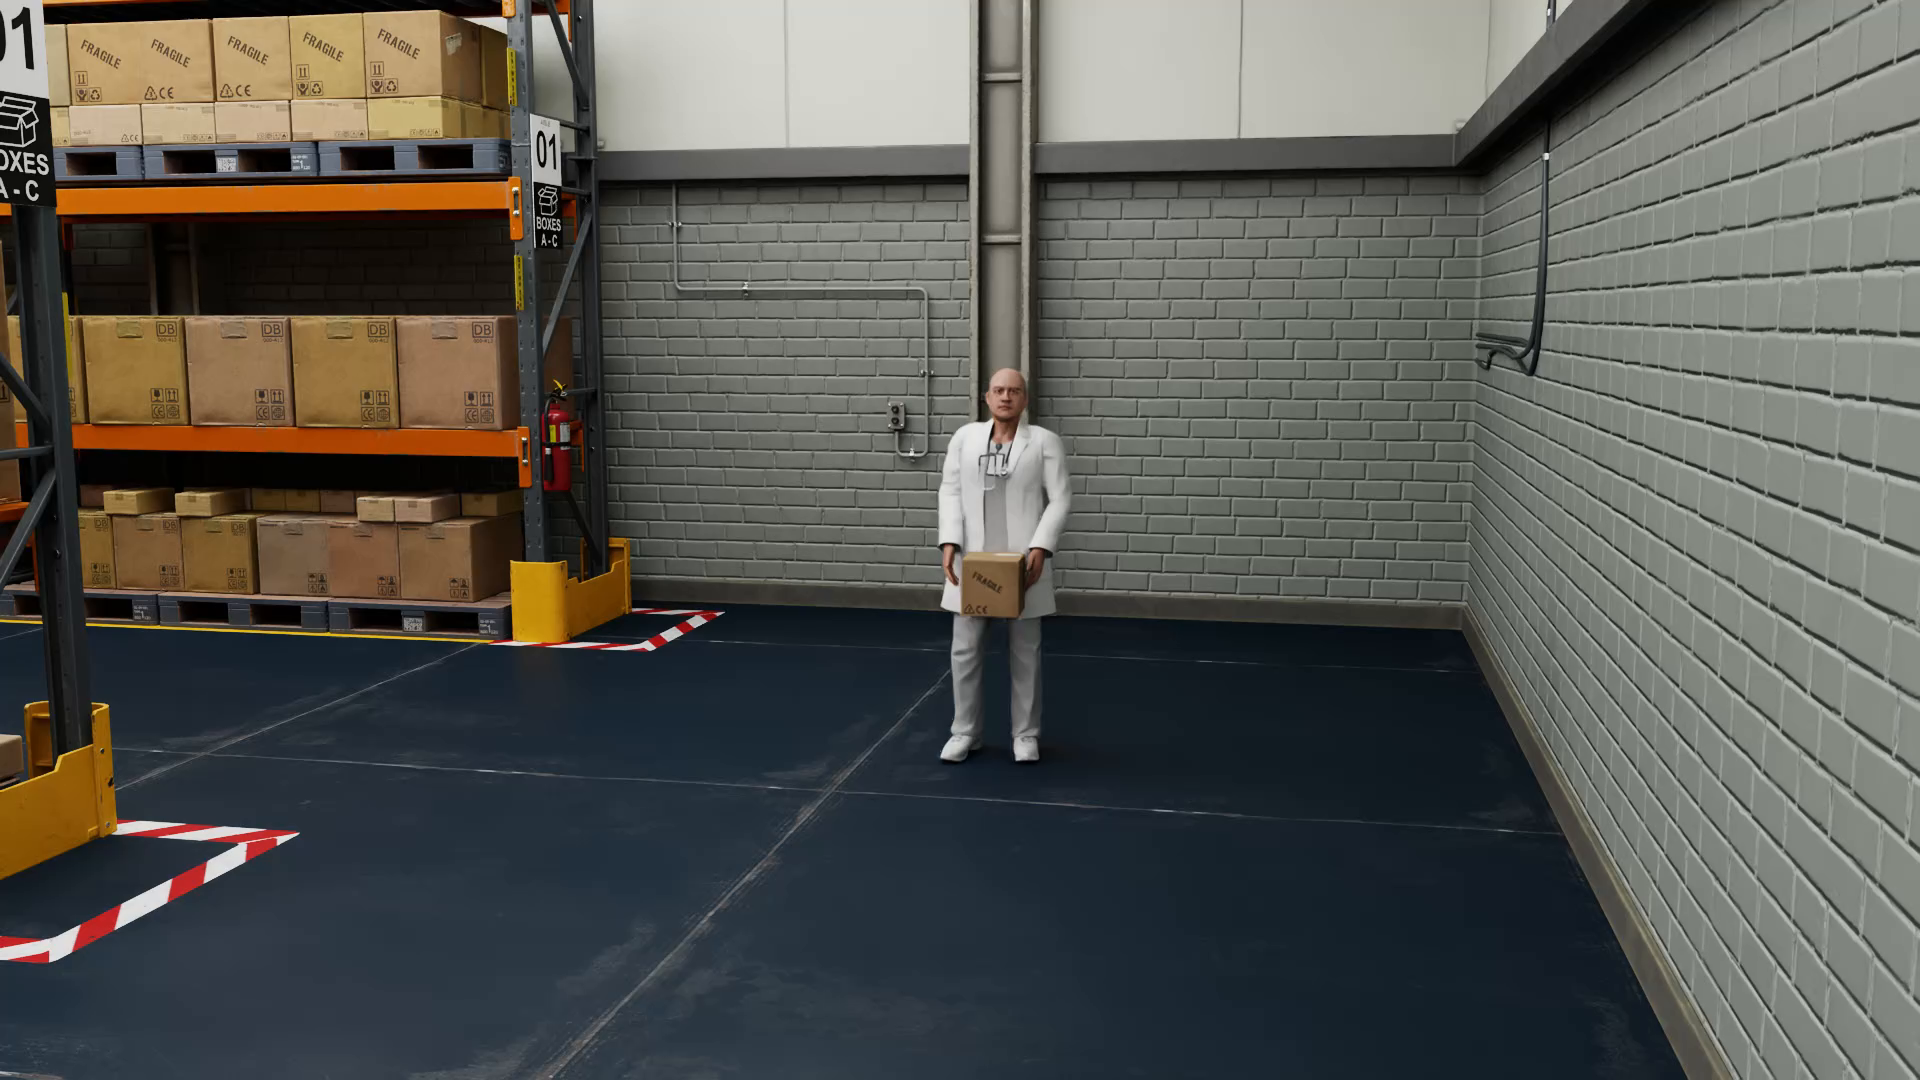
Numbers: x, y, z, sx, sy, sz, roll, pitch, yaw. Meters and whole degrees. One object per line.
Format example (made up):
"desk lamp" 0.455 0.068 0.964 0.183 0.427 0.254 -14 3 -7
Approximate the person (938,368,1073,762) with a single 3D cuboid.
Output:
"person" 0.189 0.117 7.516 0.620 1.775 0.452 2 8 12
